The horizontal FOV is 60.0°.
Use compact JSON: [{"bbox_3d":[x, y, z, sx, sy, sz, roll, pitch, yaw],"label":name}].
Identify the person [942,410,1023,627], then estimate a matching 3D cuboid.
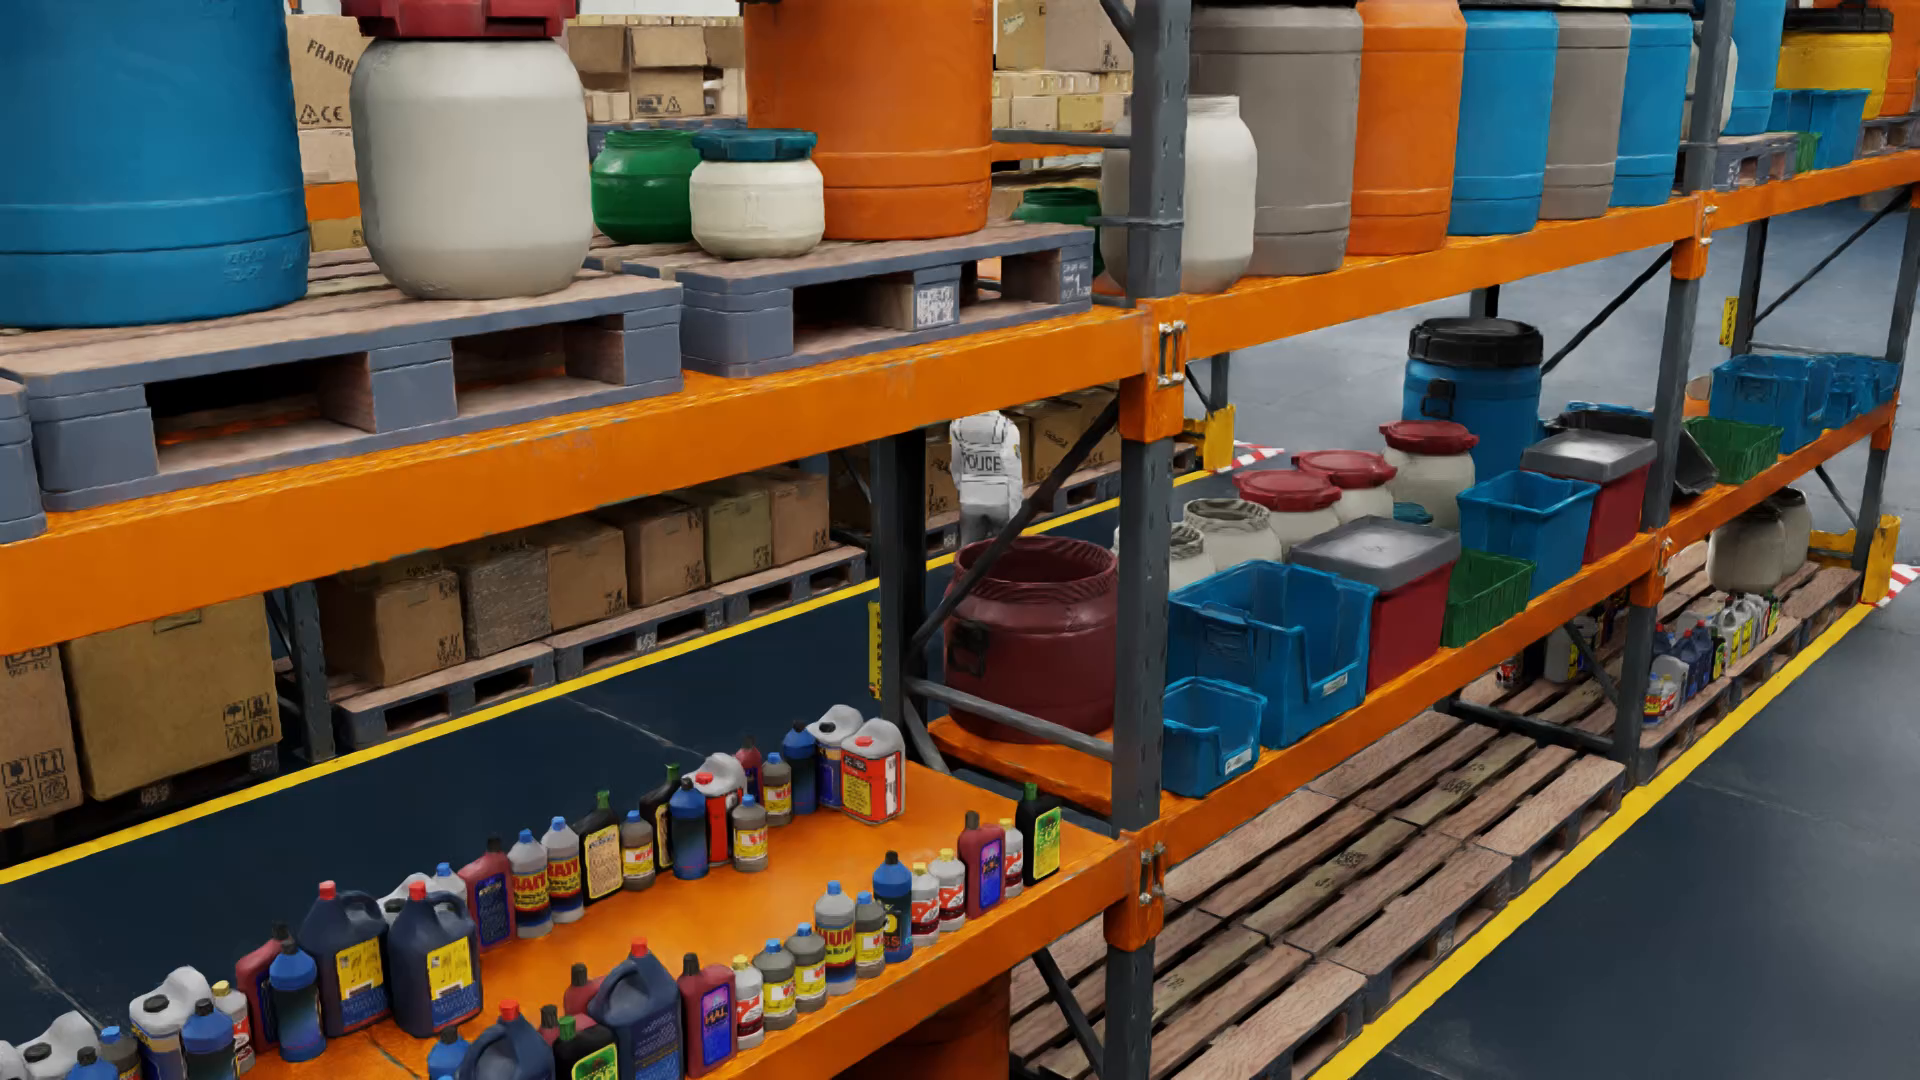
[{"bbox_3d":[0.153,-0.197,9.633,0.482,1.665,0.810,6,18,20],"label":"person"}]
